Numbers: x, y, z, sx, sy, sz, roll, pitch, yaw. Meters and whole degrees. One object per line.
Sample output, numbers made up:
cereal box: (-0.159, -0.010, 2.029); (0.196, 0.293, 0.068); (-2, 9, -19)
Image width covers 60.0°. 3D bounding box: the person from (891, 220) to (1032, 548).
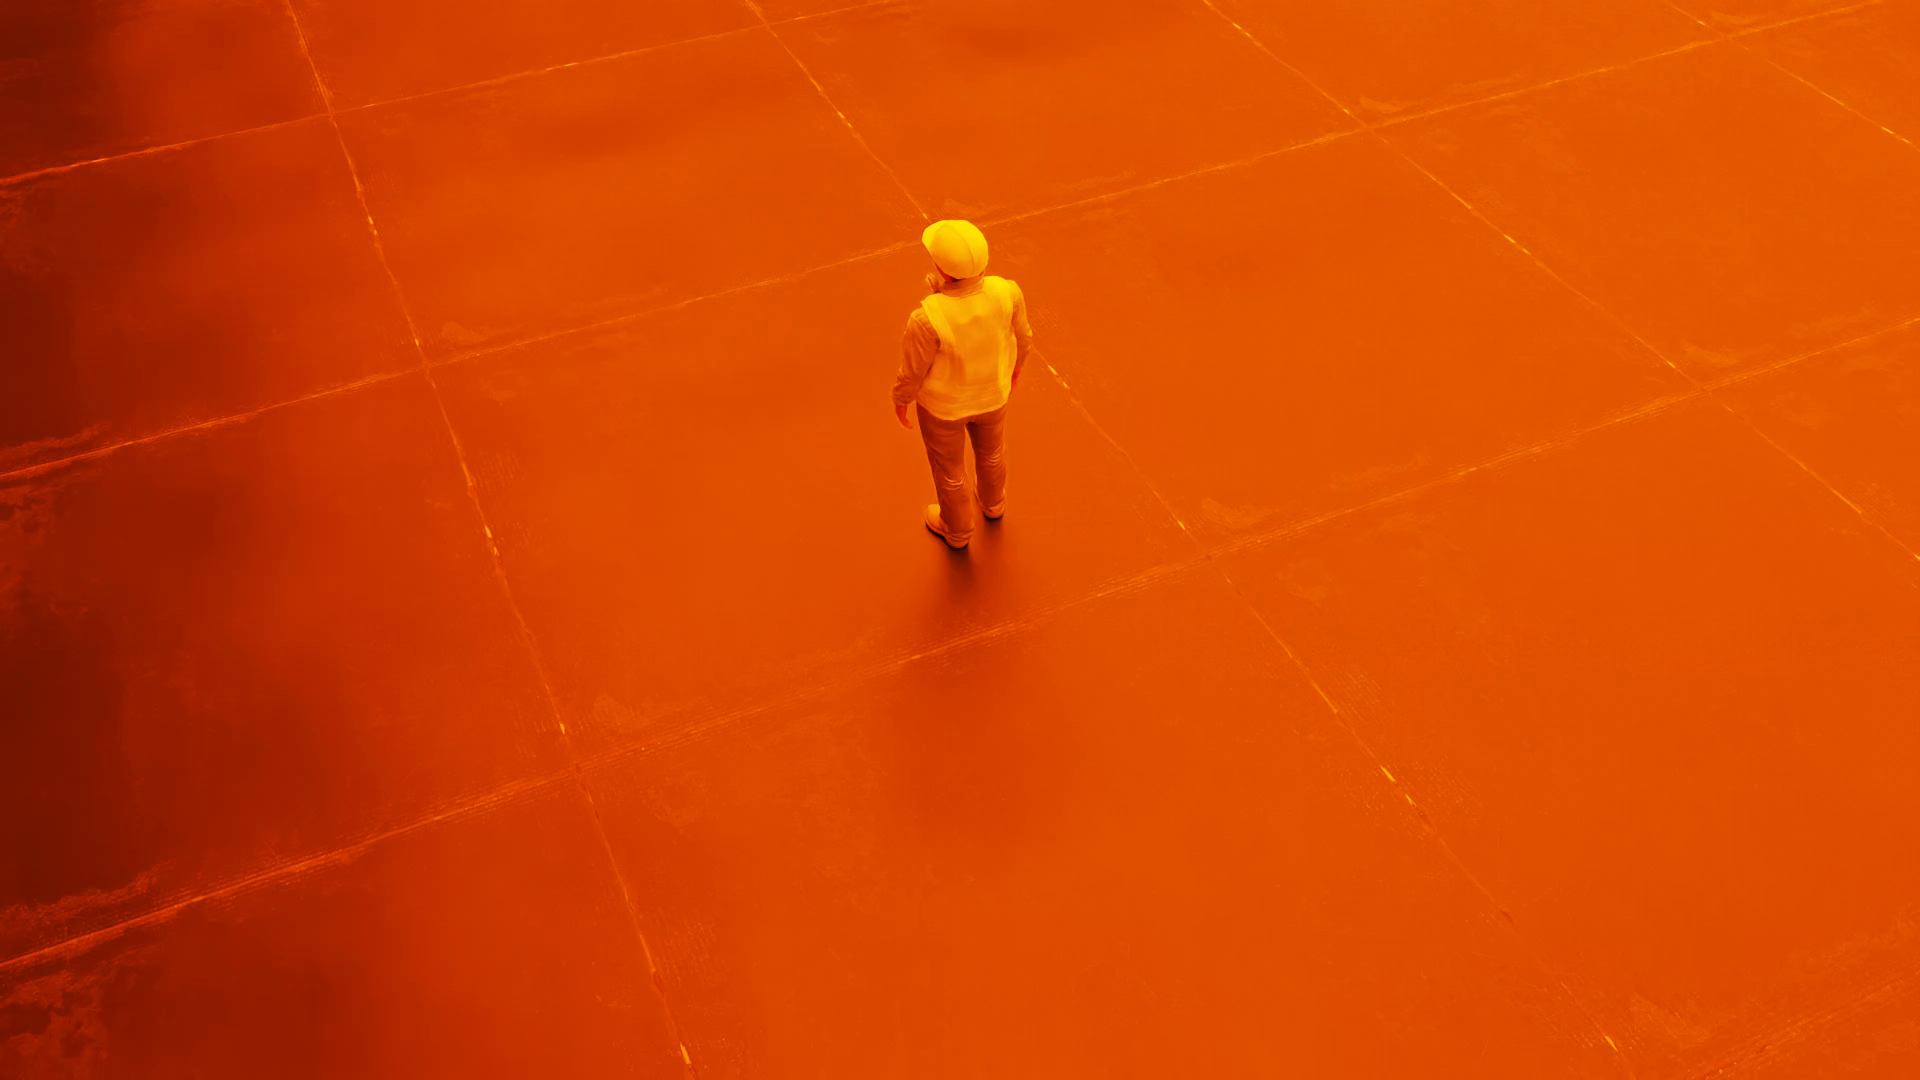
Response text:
person: (-0.020, -0.695, 7.262); (0.634, 1.775, 0.566); (-18, 46, -18)
